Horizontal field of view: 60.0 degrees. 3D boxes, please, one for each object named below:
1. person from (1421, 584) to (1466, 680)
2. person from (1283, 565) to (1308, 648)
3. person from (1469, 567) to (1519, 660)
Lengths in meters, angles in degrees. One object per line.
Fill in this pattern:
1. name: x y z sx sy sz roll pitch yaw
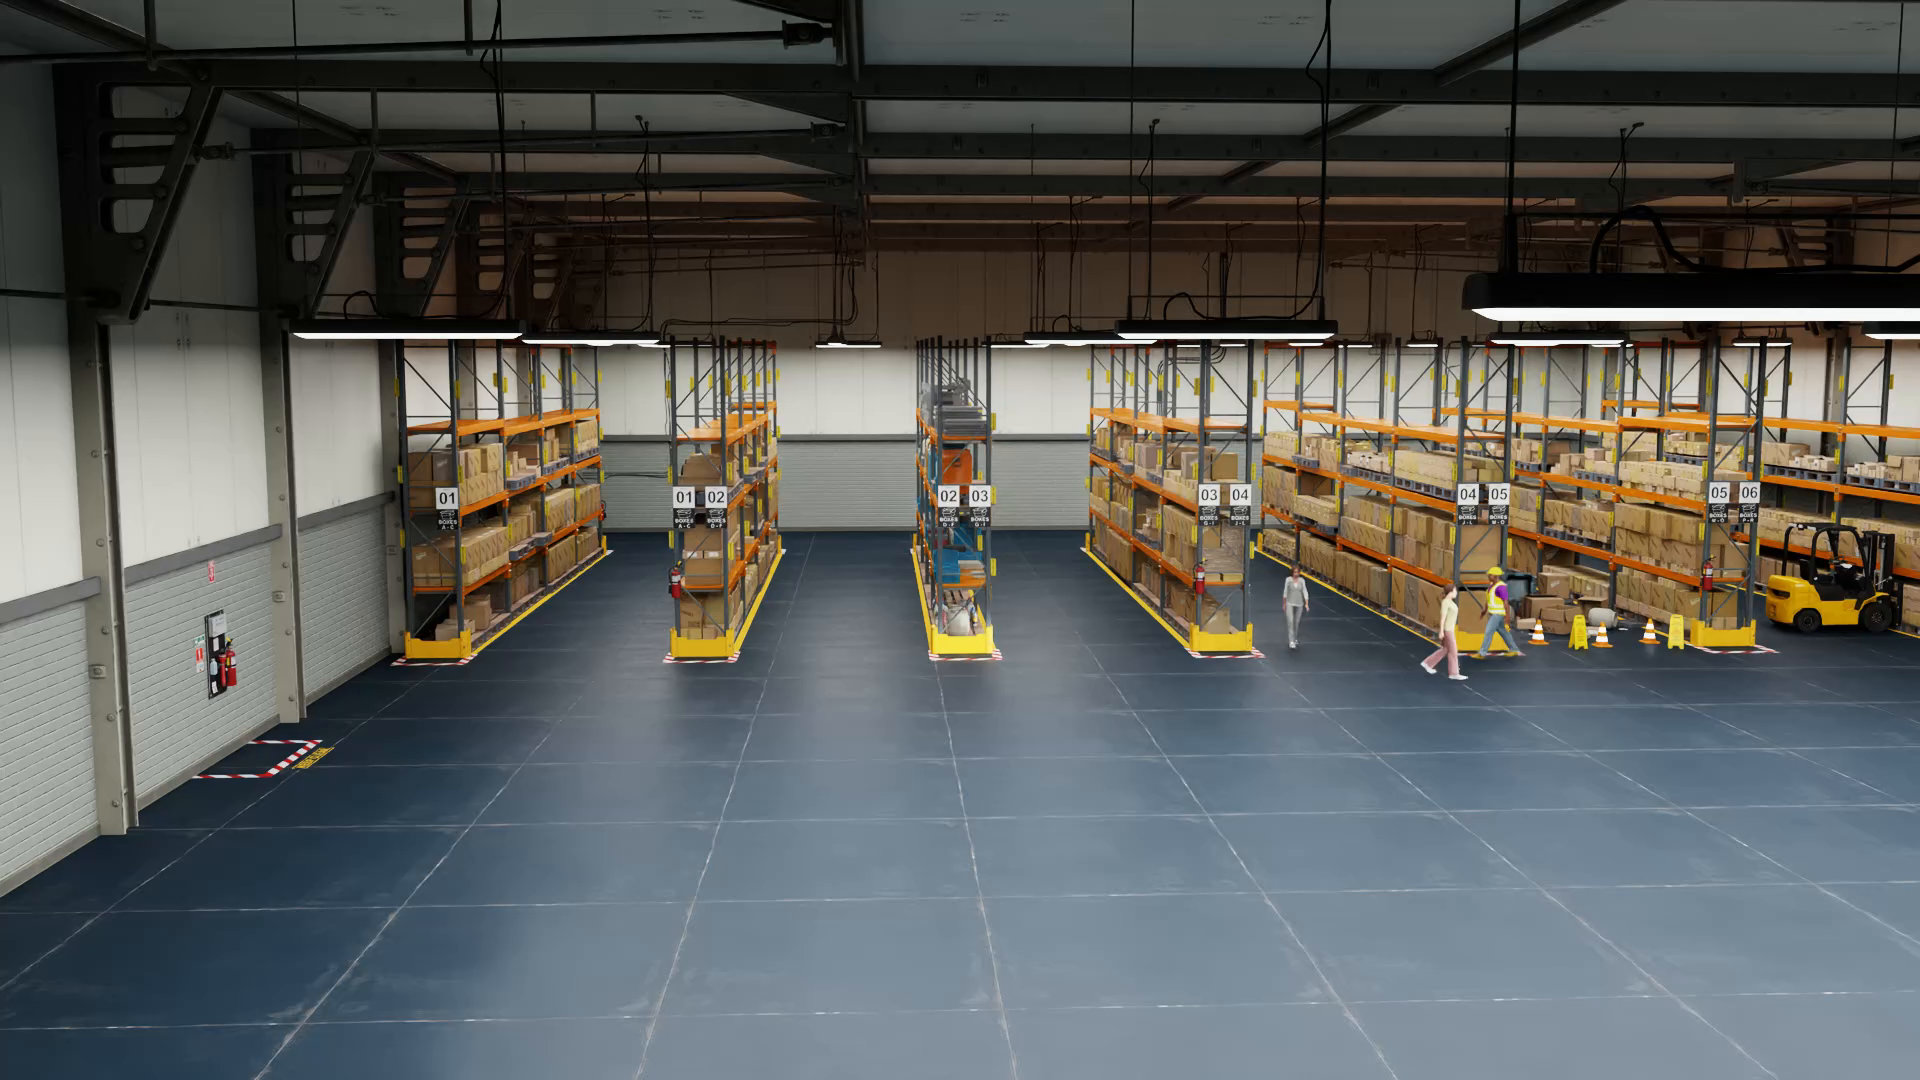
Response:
1. person: 8.510 1.715 29.204 0.789 1.400 0.463 2 7 20
2. person: 6.509 1.278 32.183 0.456 1.576 0.764 0 6 1
3. person: 9.938 1.356 30.886 1.007 1.727 0.615 0 6 -1
